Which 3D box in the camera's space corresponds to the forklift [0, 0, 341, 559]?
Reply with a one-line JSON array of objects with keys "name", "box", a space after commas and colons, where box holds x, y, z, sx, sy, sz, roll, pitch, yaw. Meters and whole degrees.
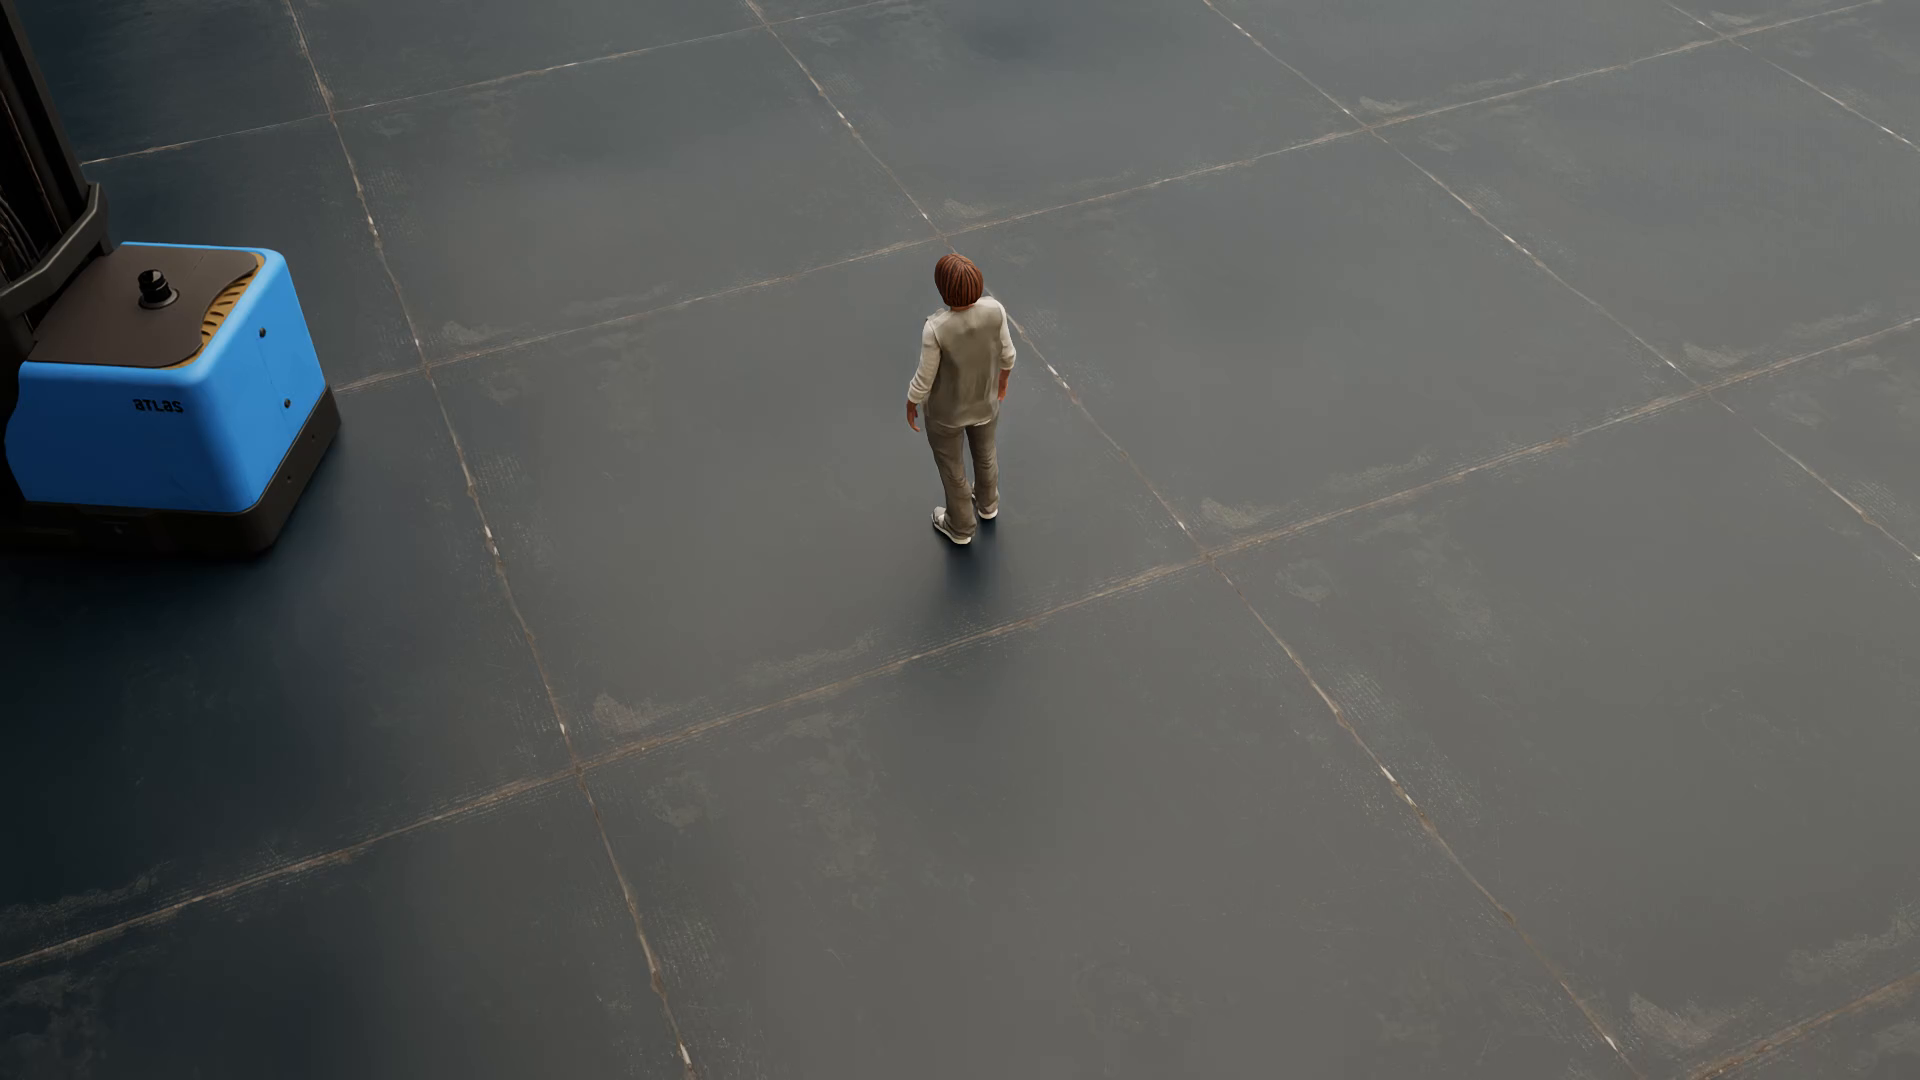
[{"name": "forklift", "box": [-4.654, -1.397, 7.177, 3.031, 2.935, 1.130, 3, 43, 4]}]

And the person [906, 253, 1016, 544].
[{"name": "person", "box": [-0.018, -0.637, 7.335, 0.520, 1.592, 0.473, -18, 46, -18]}]
